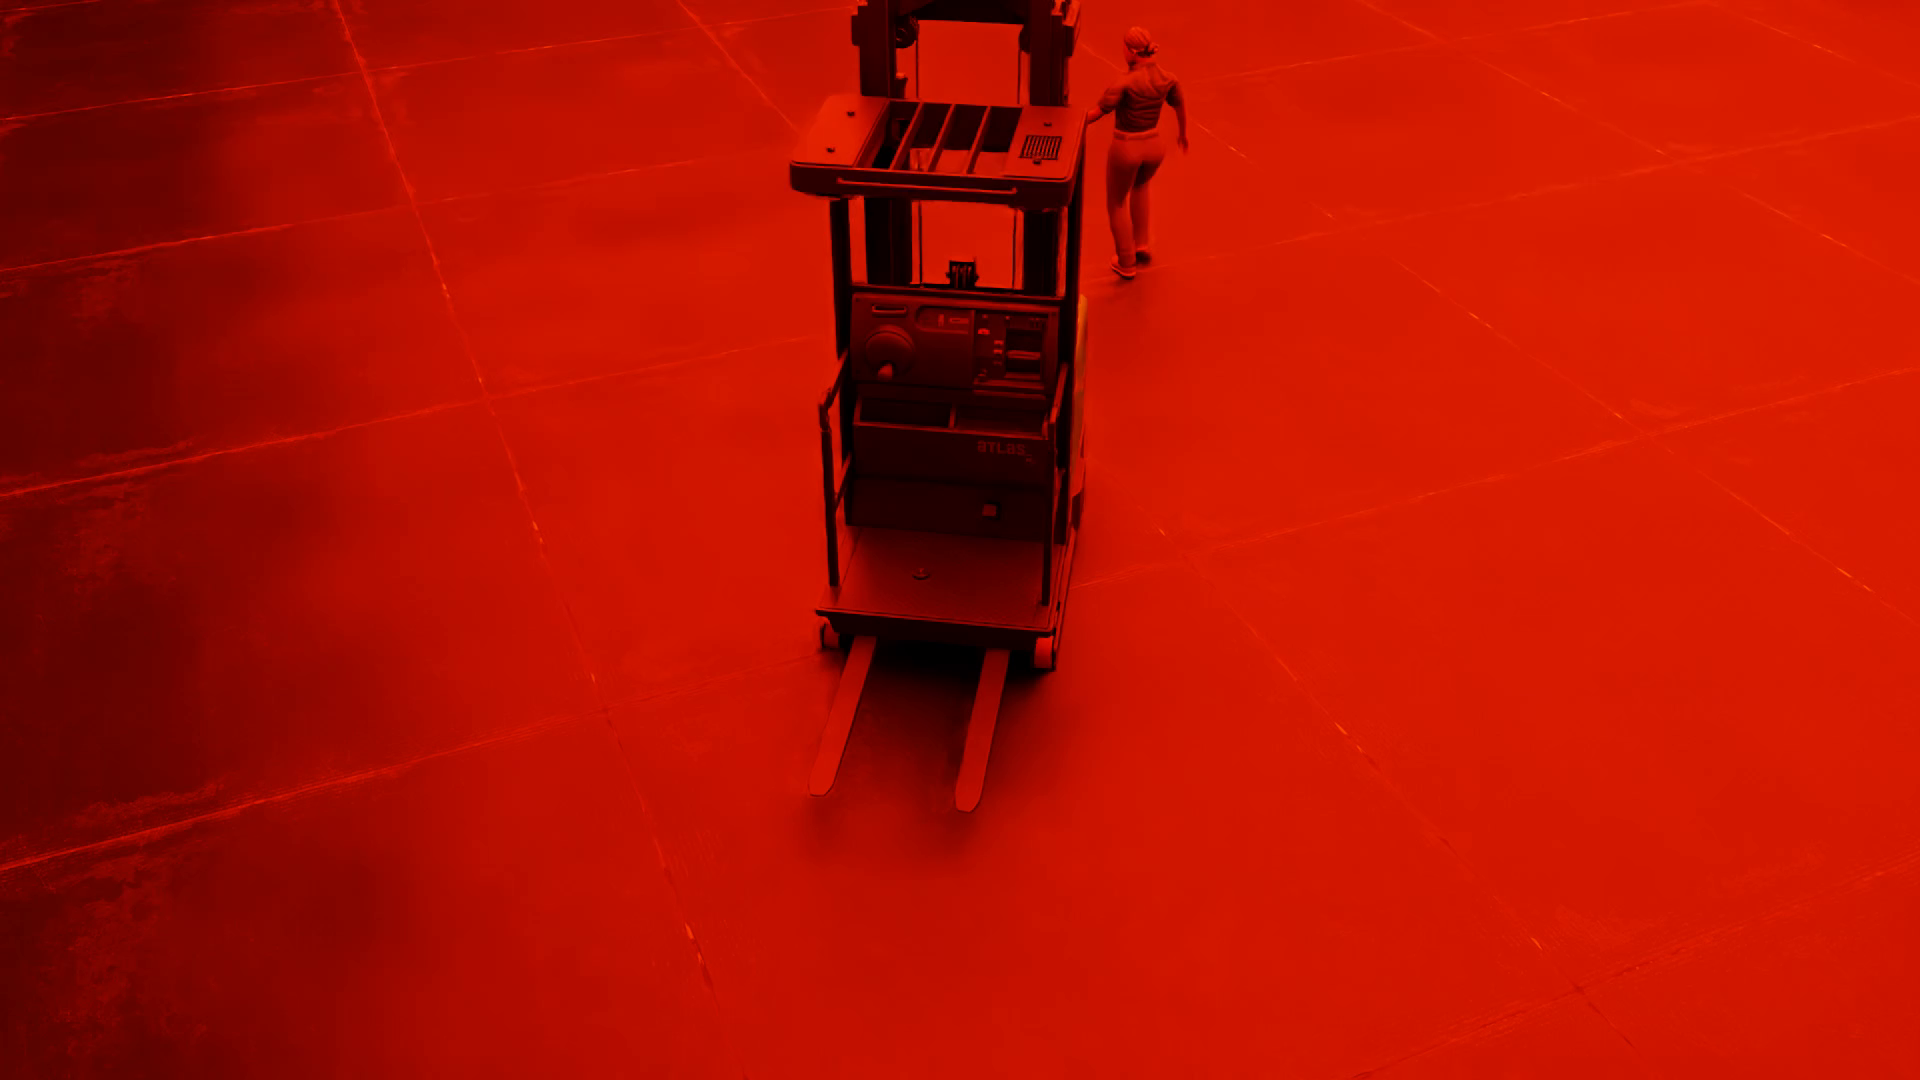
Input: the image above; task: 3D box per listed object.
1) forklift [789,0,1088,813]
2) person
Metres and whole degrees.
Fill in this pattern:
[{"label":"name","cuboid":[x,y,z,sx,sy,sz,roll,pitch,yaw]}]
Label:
[{"label":"forklift","cuboid":[-0.057,-0.812,7.240,1.130,2.935,3.031,5,36,7]},{"label":"person","cuboid":[1.109,-2.517,10.809,0.872,1.686,0.479,-13,37,-17]}]
